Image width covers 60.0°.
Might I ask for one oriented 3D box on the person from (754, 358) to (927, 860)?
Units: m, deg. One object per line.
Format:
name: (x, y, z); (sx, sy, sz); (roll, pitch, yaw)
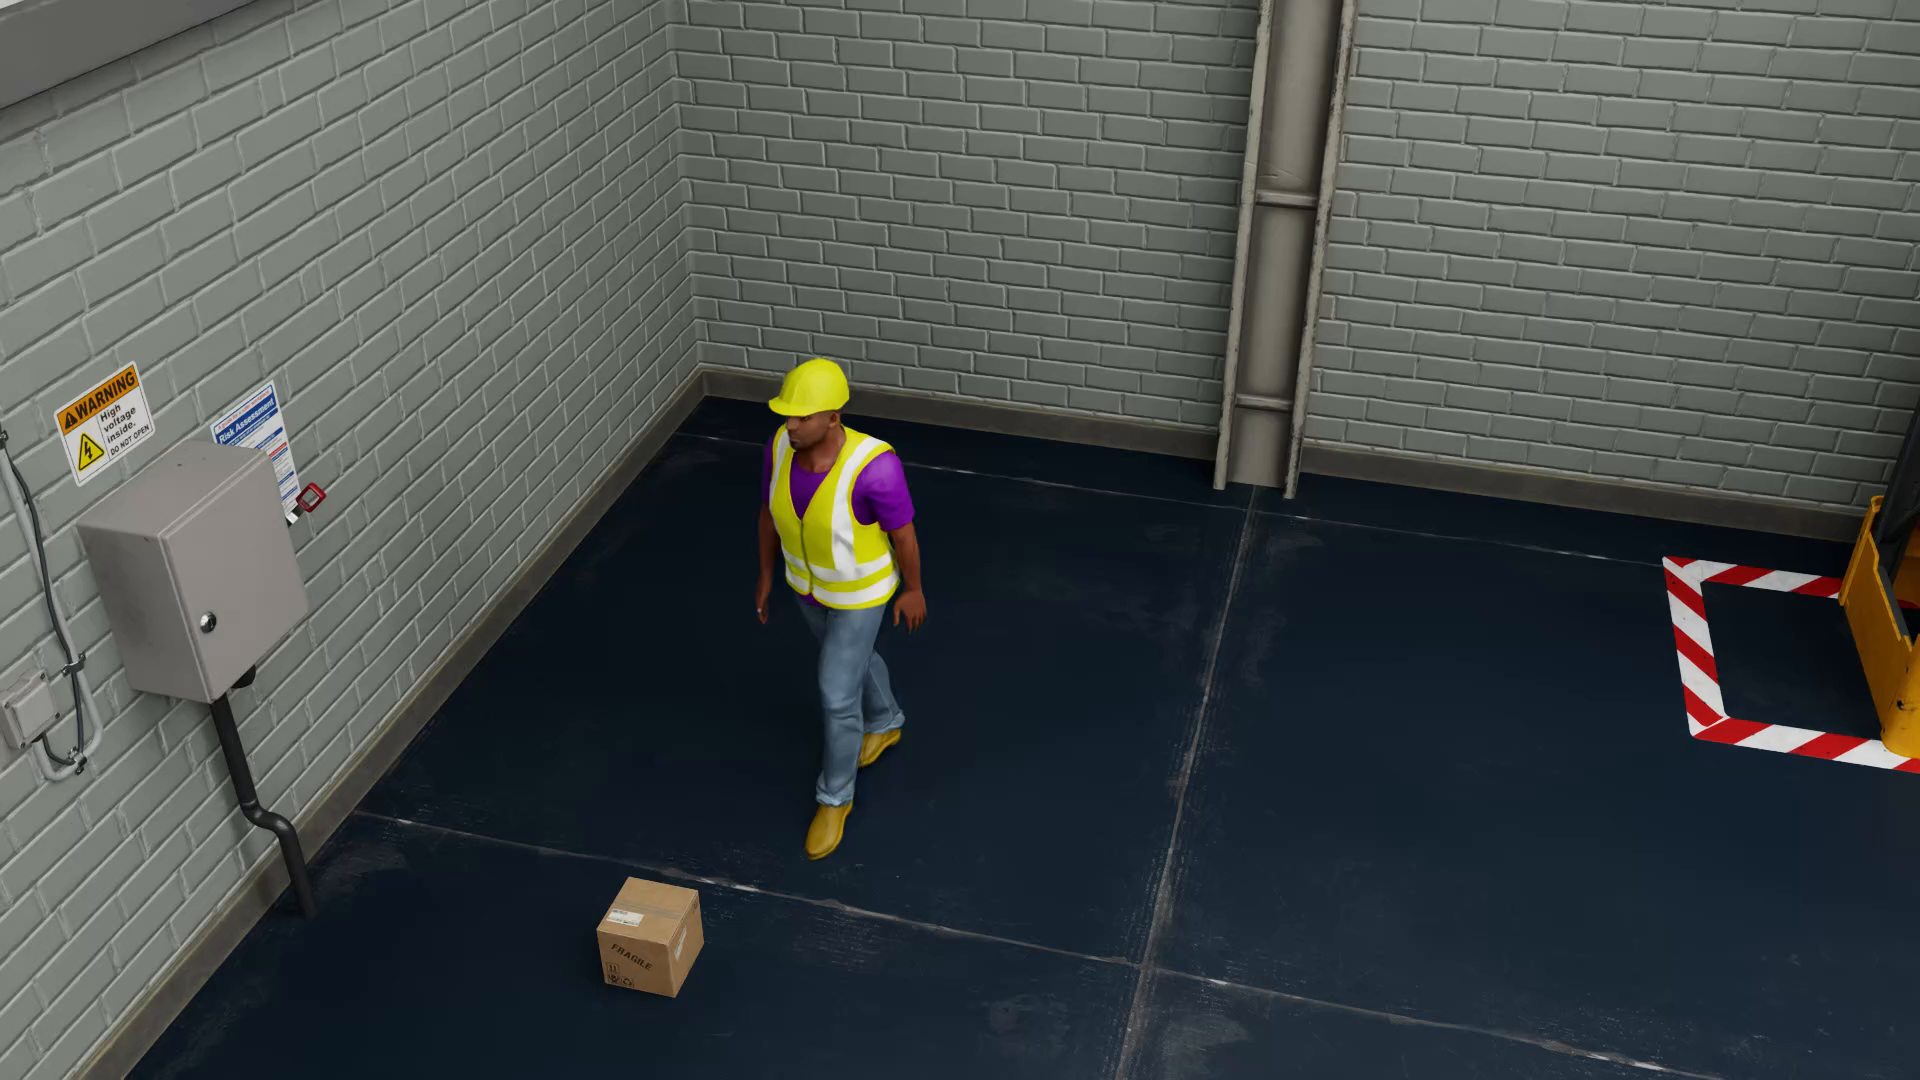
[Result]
person: (-0.467, 0.181, 5.834); (0.582, 1.782, 0.722); (24, 40, 32)
